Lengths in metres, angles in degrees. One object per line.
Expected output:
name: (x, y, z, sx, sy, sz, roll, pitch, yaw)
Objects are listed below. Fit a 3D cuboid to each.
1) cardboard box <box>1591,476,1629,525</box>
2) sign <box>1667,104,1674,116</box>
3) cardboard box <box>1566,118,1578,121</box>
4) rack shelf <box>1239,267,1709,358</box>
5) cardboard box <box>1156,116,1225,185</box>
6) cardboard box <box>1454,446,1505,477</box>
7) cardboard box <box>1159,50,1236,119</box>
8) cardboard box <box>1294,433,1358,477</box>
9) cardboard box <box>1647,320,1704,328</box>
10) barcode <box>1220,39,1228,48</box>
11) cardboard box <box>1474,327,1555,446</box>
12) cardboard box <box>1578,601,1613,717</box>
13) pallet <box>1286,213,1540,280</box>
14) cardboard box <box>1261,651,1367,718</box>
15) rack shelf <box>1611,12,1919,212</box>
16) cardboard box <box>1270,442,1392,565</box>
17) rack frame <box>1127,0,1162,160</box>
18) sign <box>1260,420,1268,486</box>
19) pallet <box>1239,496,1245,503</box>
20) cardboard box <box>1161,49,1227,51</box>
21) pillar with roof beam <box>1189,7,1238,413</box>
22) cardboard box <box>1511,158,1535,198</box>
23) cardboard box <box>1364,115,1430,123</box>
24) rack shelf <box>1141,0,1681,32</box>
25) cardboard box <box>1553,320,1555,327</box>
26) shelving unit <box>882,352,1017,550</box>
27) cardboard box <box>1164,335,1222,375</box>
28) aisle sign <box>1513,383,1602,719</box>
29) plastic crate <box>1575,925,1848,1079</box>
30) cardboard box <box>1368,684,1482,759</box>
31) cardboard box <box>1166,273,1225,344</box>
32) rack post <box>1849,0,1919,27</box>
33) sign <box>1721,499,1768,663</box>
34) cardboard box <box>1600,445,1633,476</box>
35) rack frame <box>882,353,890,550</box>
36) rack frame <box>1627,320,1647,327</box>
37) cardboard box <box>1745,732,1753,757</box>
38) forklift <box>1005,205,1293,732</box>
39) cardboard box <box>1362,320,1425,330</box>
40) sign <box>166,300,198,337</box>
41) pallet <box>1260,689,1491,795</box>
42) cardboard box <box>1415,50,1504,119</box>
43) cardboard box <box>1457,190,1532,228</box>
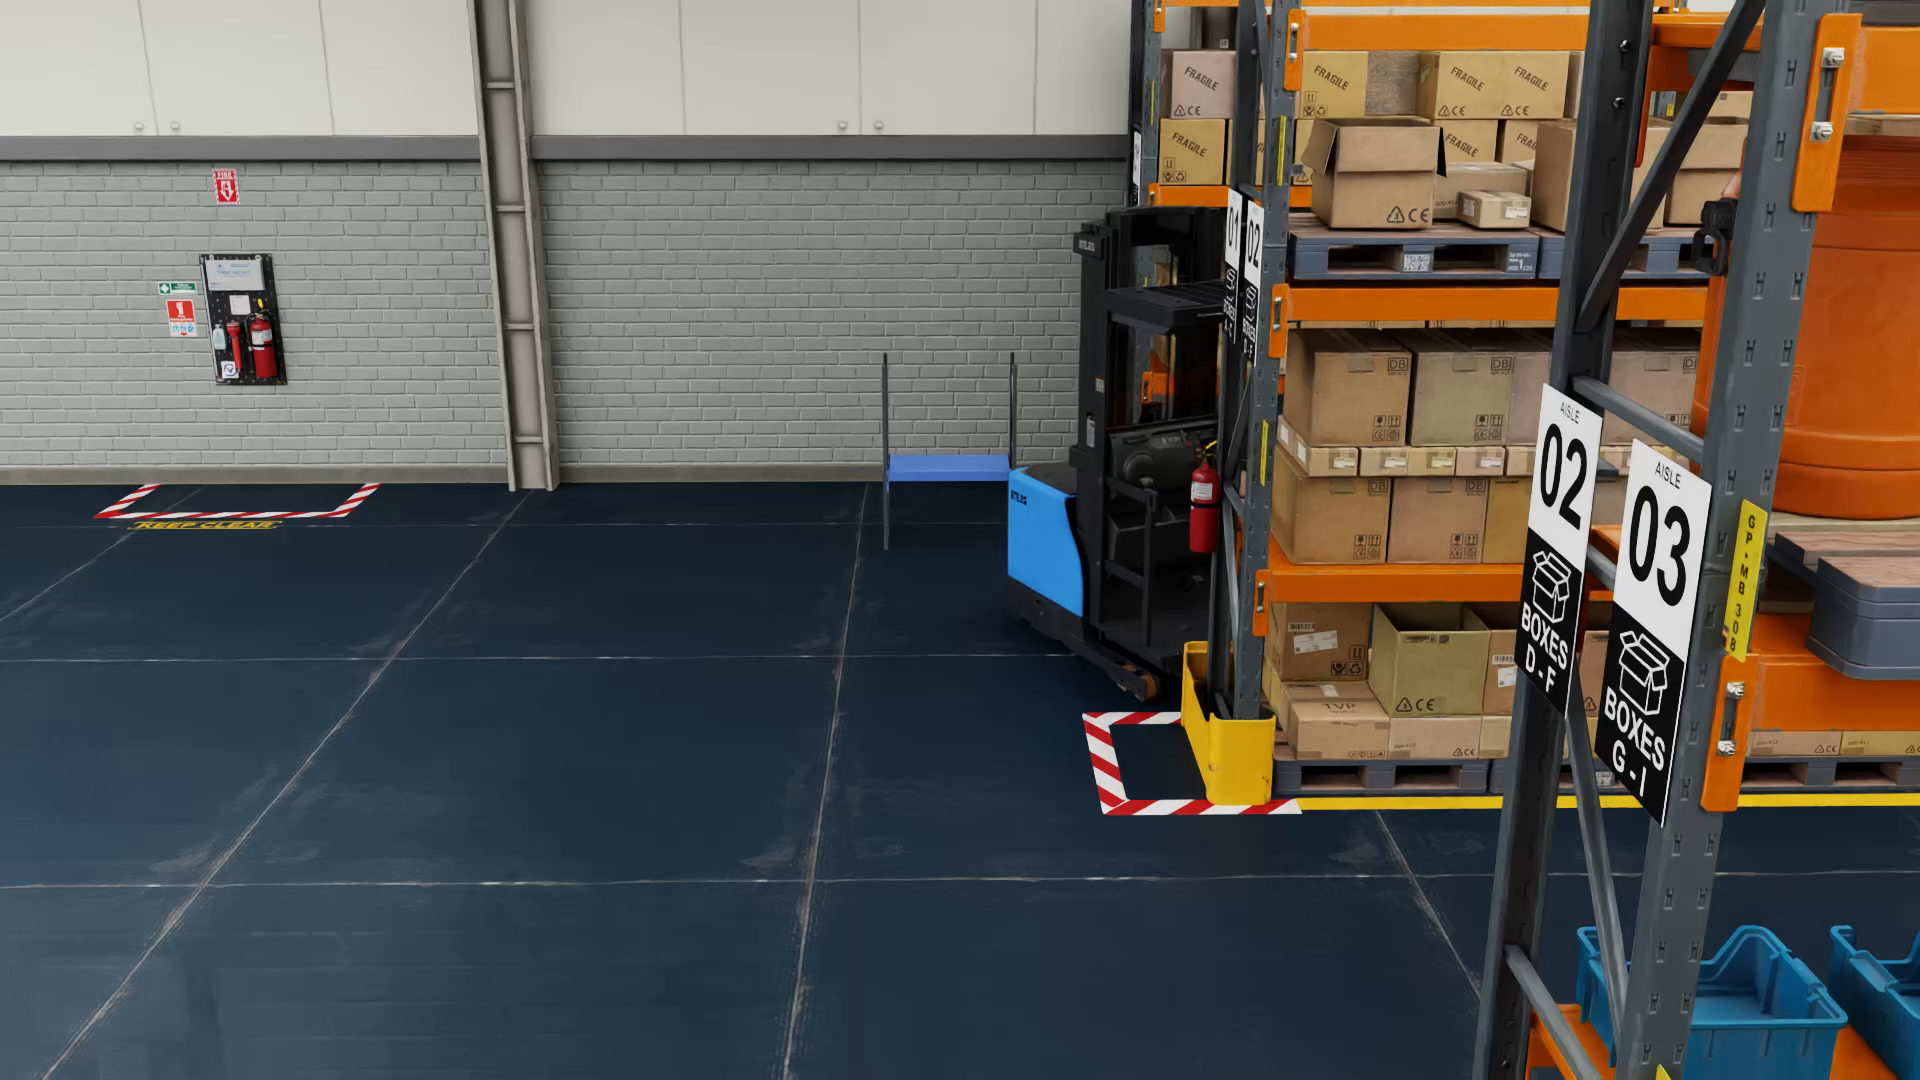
cardboard box: (3.560, -0.217, 9.151, 0.500, 0.500, 0.700, 0, 18, 1)
sign: (5.479, -3.204, 12.868, 0.005, 0.325, 0.100, 0, 18, -1)
cardboard box: (4.959, -3.103, 13.202, 0.500, 0.500, 0.500, 0, 18, 1)
rack shelf: (3.545, -1.259, 8.827, 4.000, 0.370, 1.077, 0, 18, -1)
cardboard box: (1.802, -3.087, 13.152, 0.500, 0.500, 0.500, 0, 18, 1)
cardboard box: (2.707, -0.459, 8.843, 0.250, 0.149, 0.380, -1, 18, -2)
cardboard box: (1.852, -3.565, 13.007, 0.500, 0.500, 0.500, -2, 18, -5)
cardboard box: (1.941, -0.456, 8.832, 0.250, 0.149, 0.380, 0, 18, -1)
cardboard box: (5.972, -1.945, 13.815, 0.500, 0.500, 0.700, 0, 18, -1)
barcode: (2.165, -4.070, 13.631, 0.075, 0.075, 0.001, 0, 18, -1)
cardboard box: (3.095, -0.834, 8.949, 0.500, 0.500, 0.700, 0, 18, -1)
cardboard box: (3.585, 0.648, 9.203, 0.500, 0.500, 0.500, 0, 18, -1)
pallet: (2.253, -1.545, 8.687, 1.213, 0.211, 1.003, 0, 18, -1)
cardboard box: (2.077, 0.853, 9.791, 0.500, 0.250, 0.500, 0, 18, -1)
rack shelf: (3.619, -0.984, 3.714, 4.000, 0.370, 1.077, 0, 18, -1)
cardboard box: (2.012, -0.209, 9.125, 0.500, 0.500, 0.700, 0, 18, -1)
rack frame: (1.463, -4.533, 12.945, 0.127, 3.000, 1.000, 0, 18, -1)
sign: (1.548, -0.444, 8.473, 0.005, 0.325, 0.100, 0, 18, -1)
pallet: (2.352, -0.342, 14.267, 1.213, 0.211, 1.003, 0, 18, -1)
cardboard box: (1.890, -3.720, 13.488, 0.500, 0.500, 0.500, 1, 18, 2)
pillar with roof beam: (2.218, -3.485, 9.681, 0.400, 9.000, 9.100, 0, 18, -1)
cardboard box: (3.248, -1.904, 8.892, 0.500, 0.311, 0.500, 2, 18, 6)
cardboard box: (3.394, -3.091, 13.166, 0.500, 0.500, 0.500, 1, 18, 3)
rack shelf: (3.463, -4.198, 13.086, 4.000, 0.370, 1.077, 0, 18, -1)
cardboard box: (4.995, -1.894, 13.526, 0.500, 0.500, 0.500, 0, 18, -1)
shelving unit: (-0.085, -0.714, 13.317, 1.048, 1.500, 0.538, 0, 18, -1)
cardboard box: (1.956, -1.520, 13.587, 0.500, 0.250, 0.500, -1, 18, -2)
aisle sign: (1.543, 0.021, 4.314, 0.004, 0.787, 0.394, 0, 18, -1)
plastic crate: (2.115, 1.327, 4.745, 0.616, 0.251, 0.499, 0, 18, -1)
cardboard box: (2.585, 1.008, 9.309, 0.500, 0.250, 0.500, 0, 18, -1)
cardboard box: (1.945, -1.882, 13.488, 0.500, 0.500, 0.500, 0, 18, -1)
rack post: (2.378, -1.234, 3.480, 0.954, 0.300, 0.937, 2, 18, 5)
sign: (1.624, 0.085, 3.446, 0.005, 0.325, 0.100, 0, 18, -1)
cardboard box: (3.478, -0.463, 8.854, 0.250, 0.149, 0.380, 0, 18, 0)
rack frame: (-0.594, -0.711, 13.310, 0.032, 1.500, 0.500, 0, 18, -1)
rack frame: (5.463, -1.695, 13.922, 0.127, 3.000, 1.000, 0, 18, -1)
cardboard box: (4.085, 1.002, 9.327, 0.500, 0.250, 0.500, 0, 18, -1)
forklift: (1.463, -0.542, 10.438, 1.130, 2.935, 3.031, -9, 20, -27)
cardboard box: (3.472, -1.888, 13.507, 0.500, 0.500, 0.500, 0, 18, 1)
sign: (-6.876, -1.960, 14.689, 0.234, 0.329, 0.001, 0, 18, -1)
pallet: (2.309, 1.148, 9.623, 1.213, 0.211, 1.003, 0, 18, -1)
cardboard box: (3.896, -3.560, 12.991, 0.500, 0.500, 0.500, -1, 18, -3)
cardboard box: (2.724, -1.690, 8.490, 0.250, 0.149, 0.380, 0, 18, -1)
